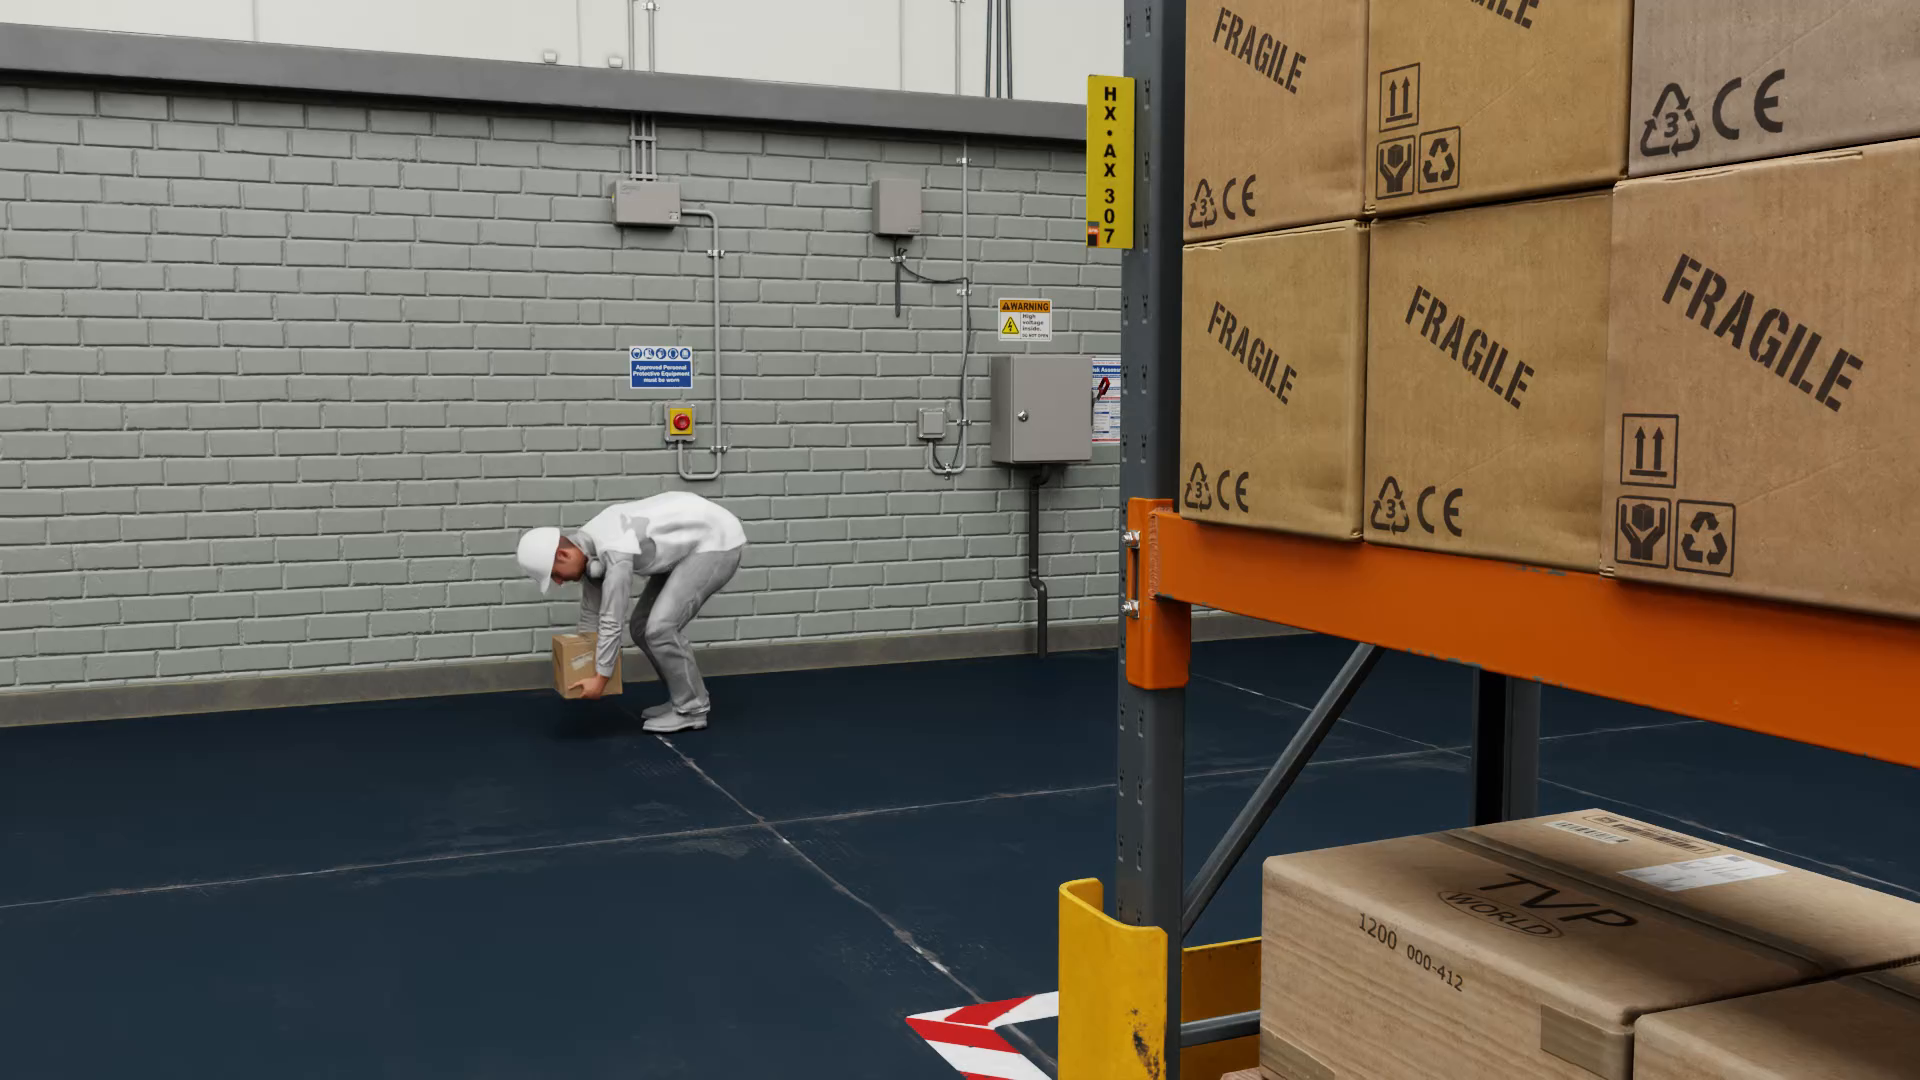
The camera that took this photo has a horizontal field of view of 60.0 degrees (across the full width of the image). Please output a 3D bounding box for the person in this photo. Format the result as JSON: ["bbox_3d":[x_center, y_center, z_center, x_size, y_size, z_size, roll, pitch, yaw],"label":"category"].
[{"bbox_3d":[-1.466,0.327,7.455,1.009,1.057,0.475,-3,6,-26],"label":"person"}]
